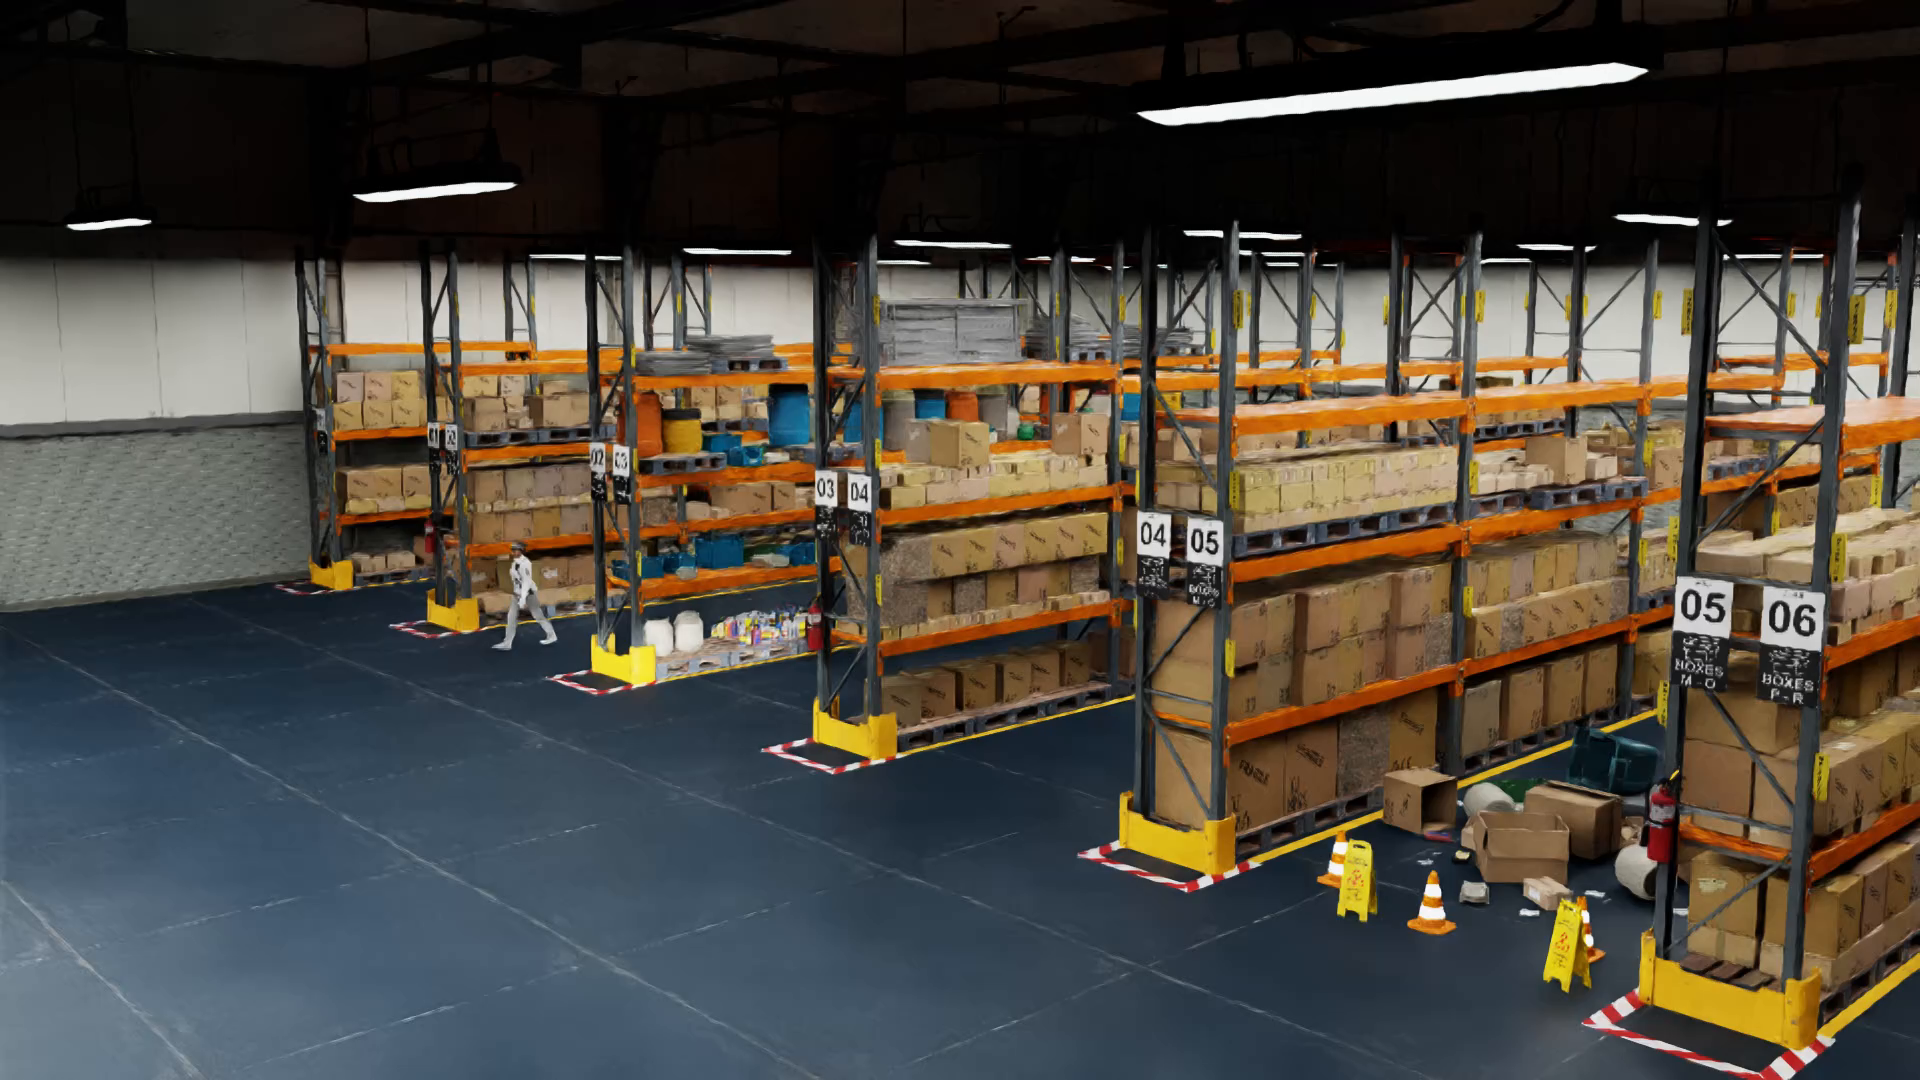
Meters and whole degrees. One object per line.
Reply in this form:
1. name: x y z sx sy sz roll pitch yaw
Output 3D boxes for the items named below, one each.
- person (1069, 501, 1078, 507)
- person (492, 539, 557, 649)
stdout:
1. person: 2.197 -0.502 33.190 0.346 1.597 0.538 5 10 32
2. person: -6.398 0.784 24.415 0.997 1.624 0.502 -8 12 -43
